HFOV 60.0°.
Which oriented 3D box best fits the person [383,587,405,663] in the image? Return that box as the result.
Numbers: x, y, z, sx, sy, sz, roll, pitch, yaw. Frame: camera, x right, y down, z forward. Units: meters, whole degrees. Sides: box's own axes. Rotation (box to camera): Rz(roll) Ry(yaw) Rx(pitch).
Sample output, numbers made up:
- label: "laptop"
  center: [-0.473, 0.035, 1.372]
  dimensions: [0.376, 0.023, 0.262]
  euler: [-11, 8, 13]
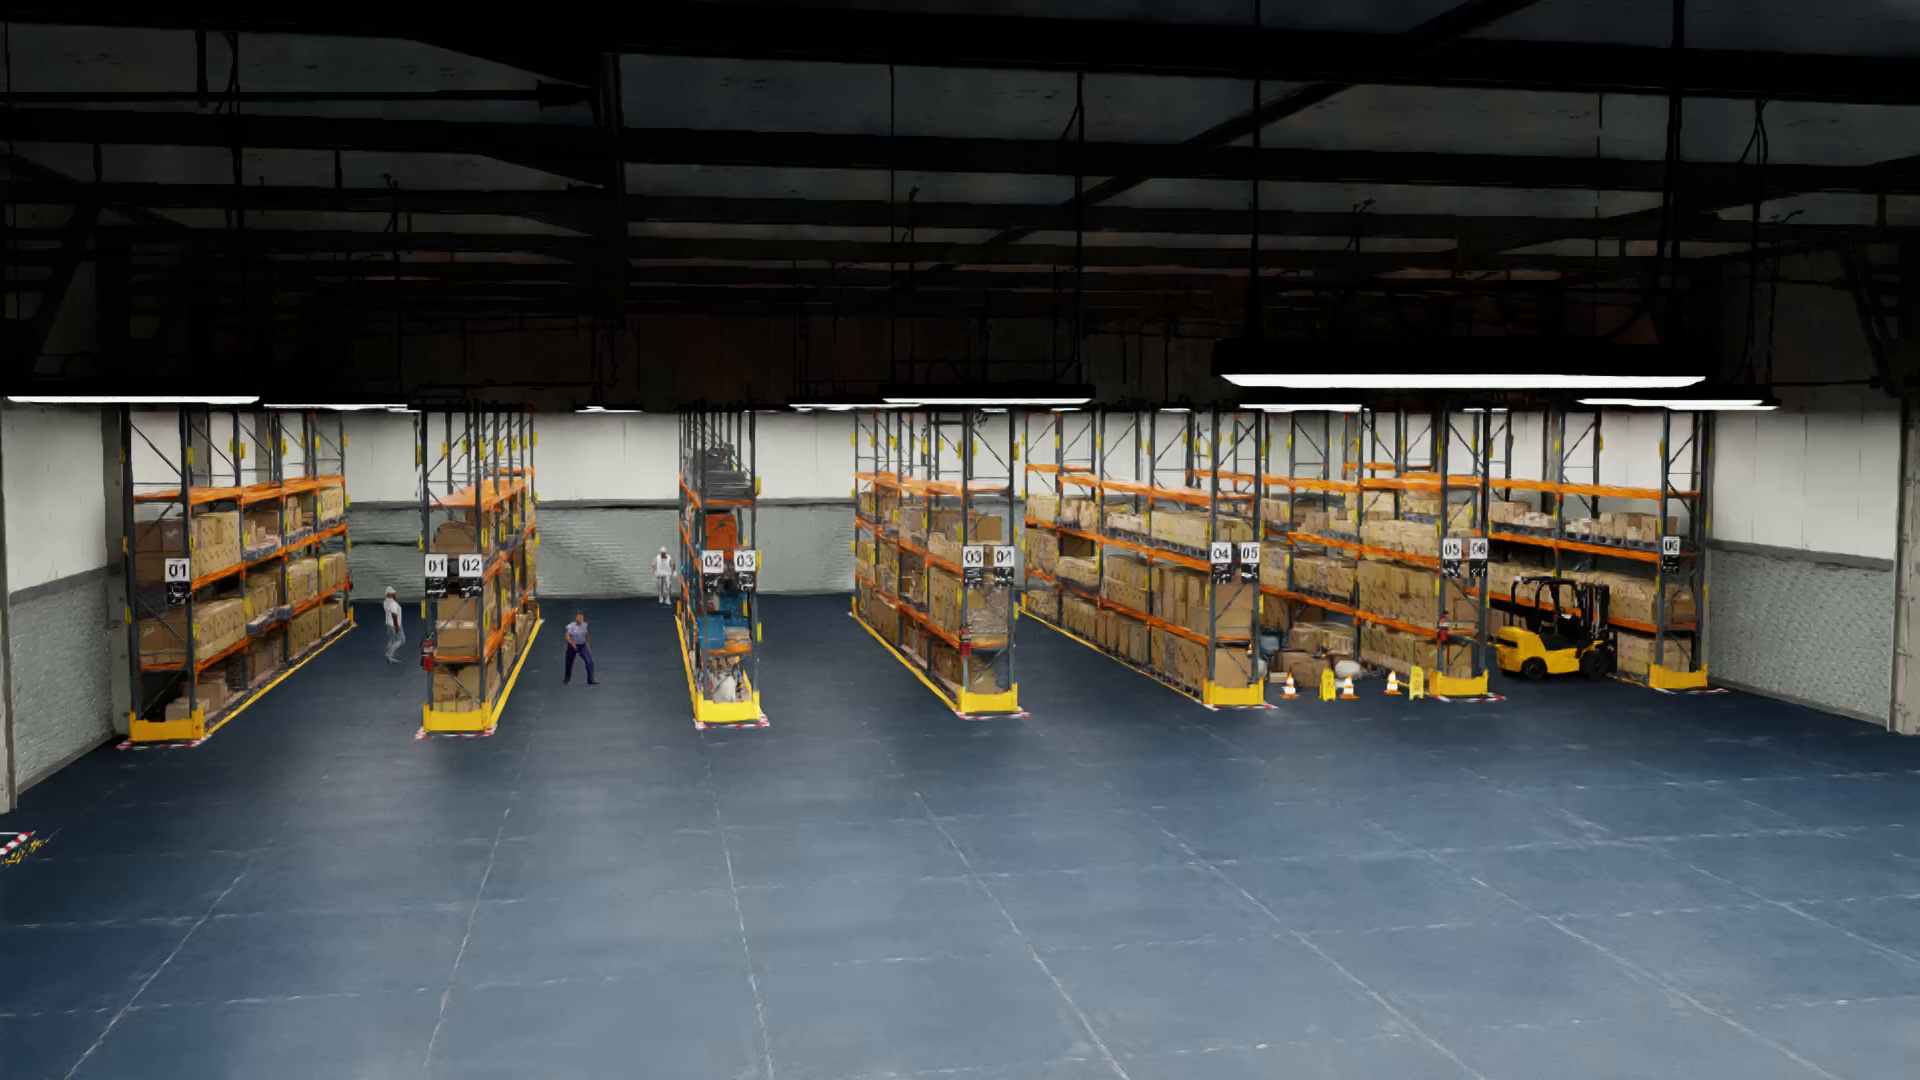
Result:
- label: "person"
  center: [-13.038, 1.962, 38.209]
  dimensions: [0.456, 1.752, 0.607]
  euler: [-4, 6, -39]

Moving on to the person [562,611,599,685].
- label: "person"
  center: [-8.080, 2.269, 35.232]
  dimensions: [0.656, 1.581, 0.818]
  euler: [-2, 5, -27]

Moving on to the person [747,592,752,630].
- label: "person"
  center: [-5.747, 1.561, 44.020]
  dimensions: [0.651, 1.670, 0.741]
  euler: [-4, 6, -40]

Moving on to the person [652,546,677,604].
- label: "person"
  center: [-8.959, 1.056, 50.399]
  dimensions: [0.730, 1.744, 0.686]
  euler: [0, 4, -7]
